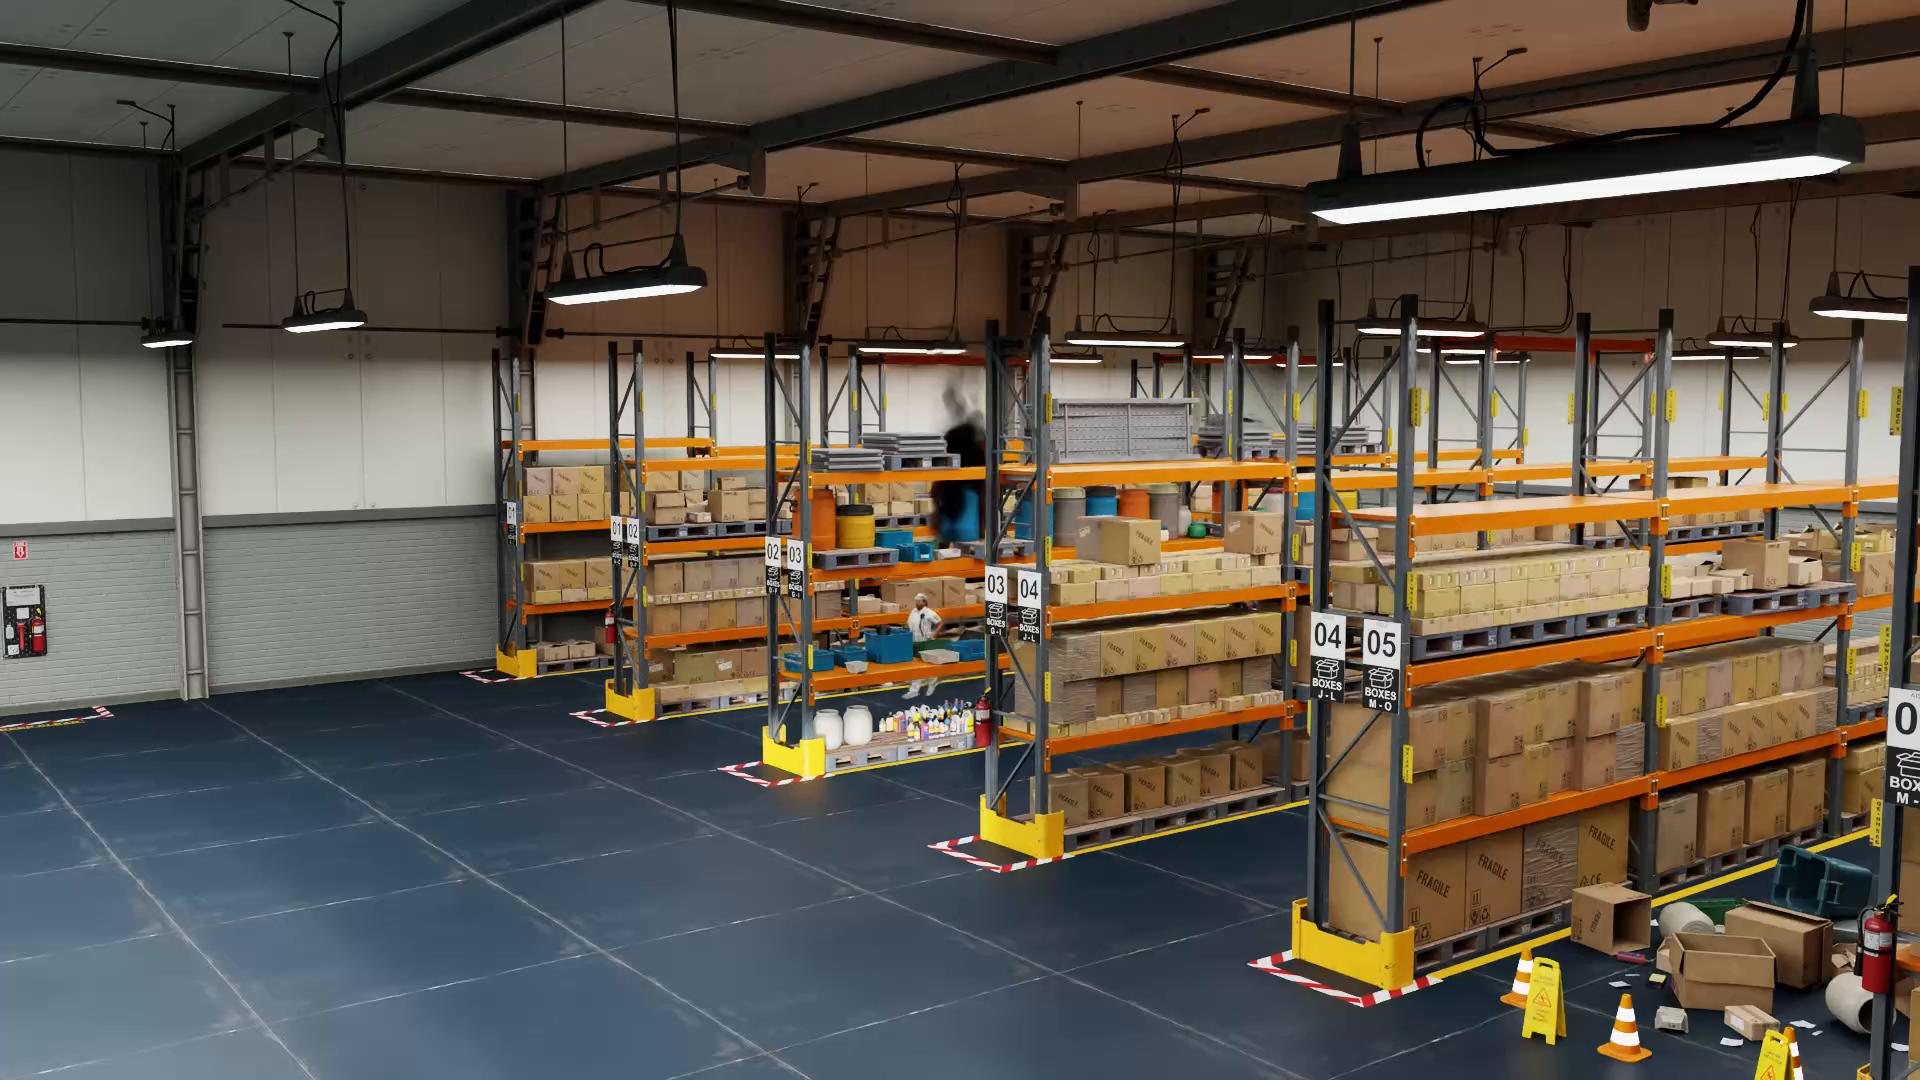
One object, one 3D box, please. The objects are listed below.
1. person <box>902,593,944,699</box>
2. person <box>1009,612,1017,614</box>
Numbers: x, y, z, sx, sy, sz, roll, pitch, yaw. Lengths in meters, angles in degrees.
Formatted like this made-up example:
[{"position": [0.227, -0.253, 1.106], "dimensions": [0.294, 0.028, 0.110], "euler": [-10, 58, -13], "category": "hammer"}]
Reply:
[{"position": [-0.634, 1.702, 26.721], "dimensions": [0.880, 1.709, 0.607], "euler": [-5, 7, -43], "category": "person"}, {"position": [0.977, 1.206, 35.033], "dimensions": [0.938, 1.730, 0.649], "euler": [-5, 7, -43], "category": "person"}]
